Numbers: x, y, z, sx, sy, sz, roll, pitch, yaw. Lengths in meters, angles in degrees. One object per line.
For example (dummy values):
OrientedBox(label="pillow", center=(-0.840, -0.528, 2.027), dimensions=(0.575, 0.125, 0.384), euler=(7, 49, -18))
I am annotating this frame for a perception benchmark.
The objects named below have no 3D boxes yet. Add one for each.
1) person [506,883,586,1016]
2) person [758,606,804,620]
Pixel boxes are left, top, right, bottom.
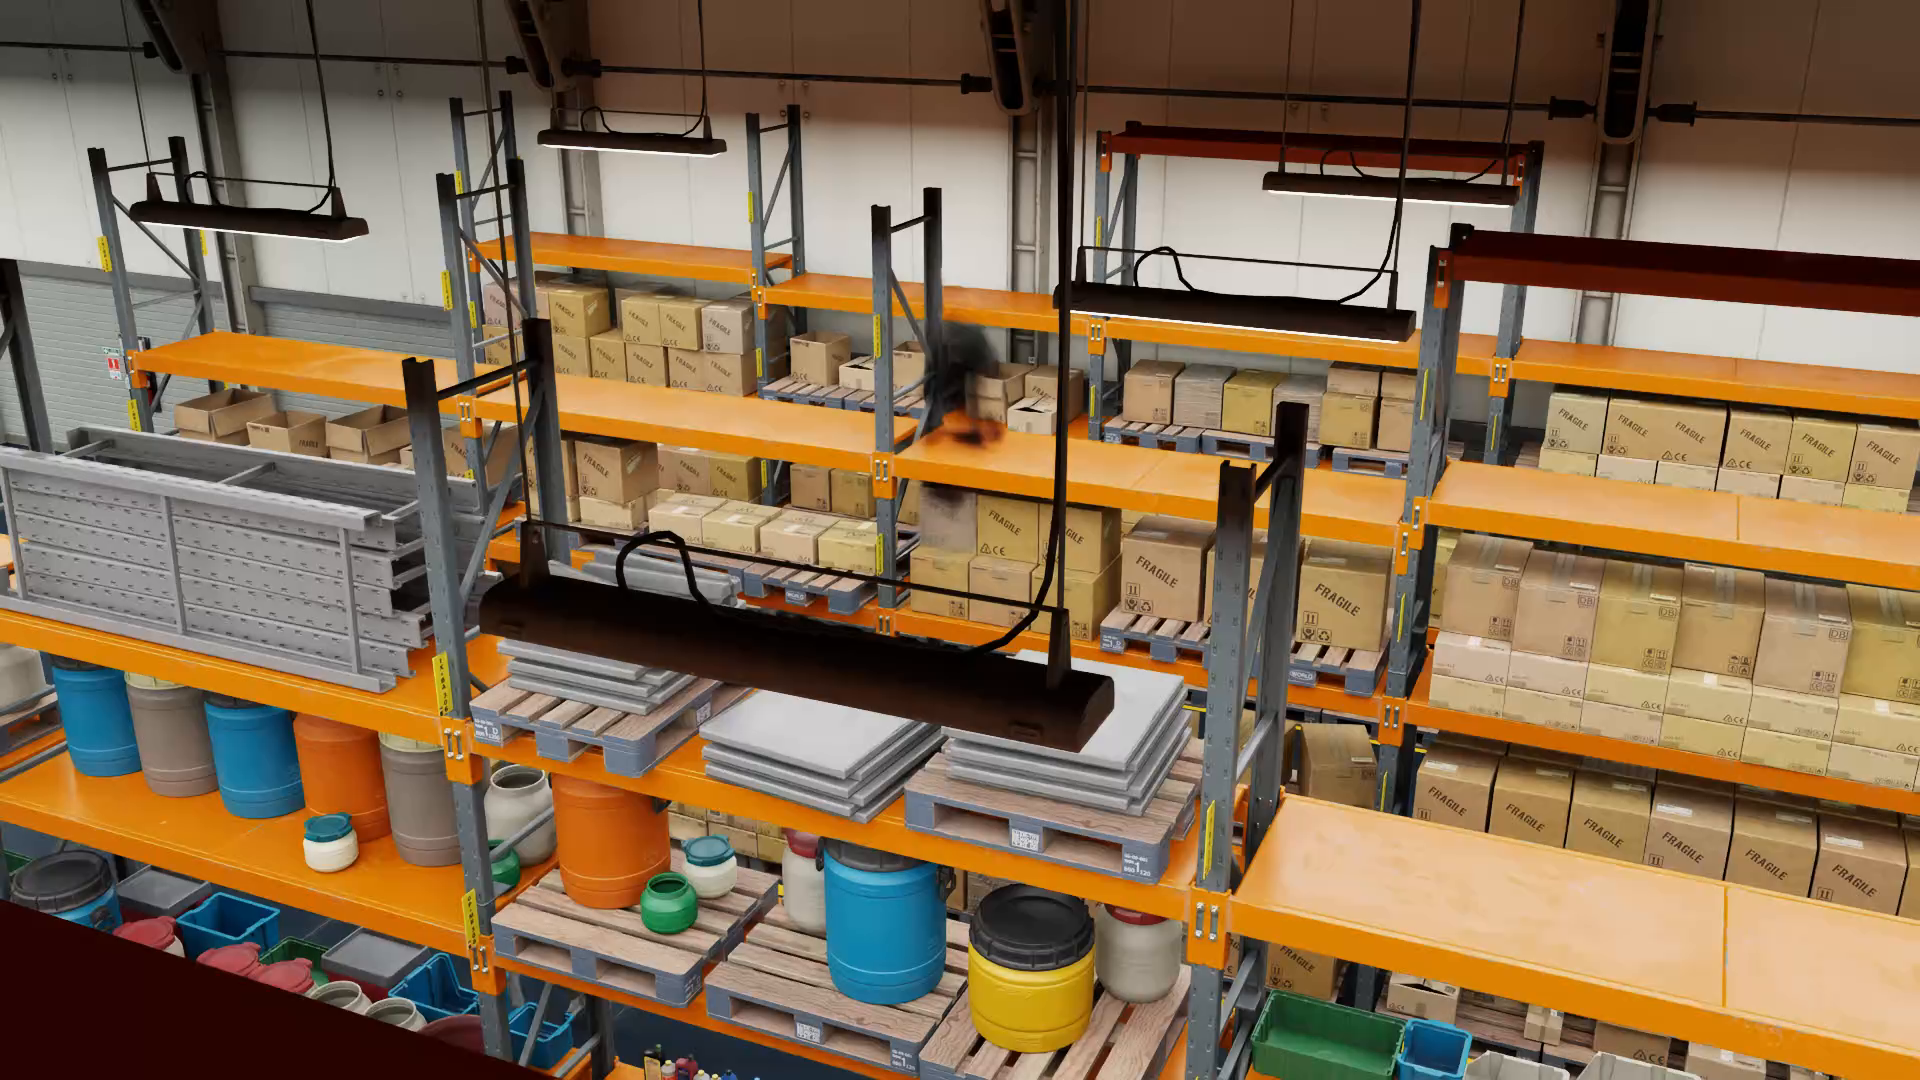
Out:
OrientedBox(label="person", center=(-3.226, 2.890, 12.487), dimensions=(0.955, 1.776, 0.713), euler=(3, 21, 8))
OrientedBox(label="person", center=(-1.935, 1.006, 17.822), dimensions=(0.867, 1.549, 0.684), euler=(-1, 21, -2))
